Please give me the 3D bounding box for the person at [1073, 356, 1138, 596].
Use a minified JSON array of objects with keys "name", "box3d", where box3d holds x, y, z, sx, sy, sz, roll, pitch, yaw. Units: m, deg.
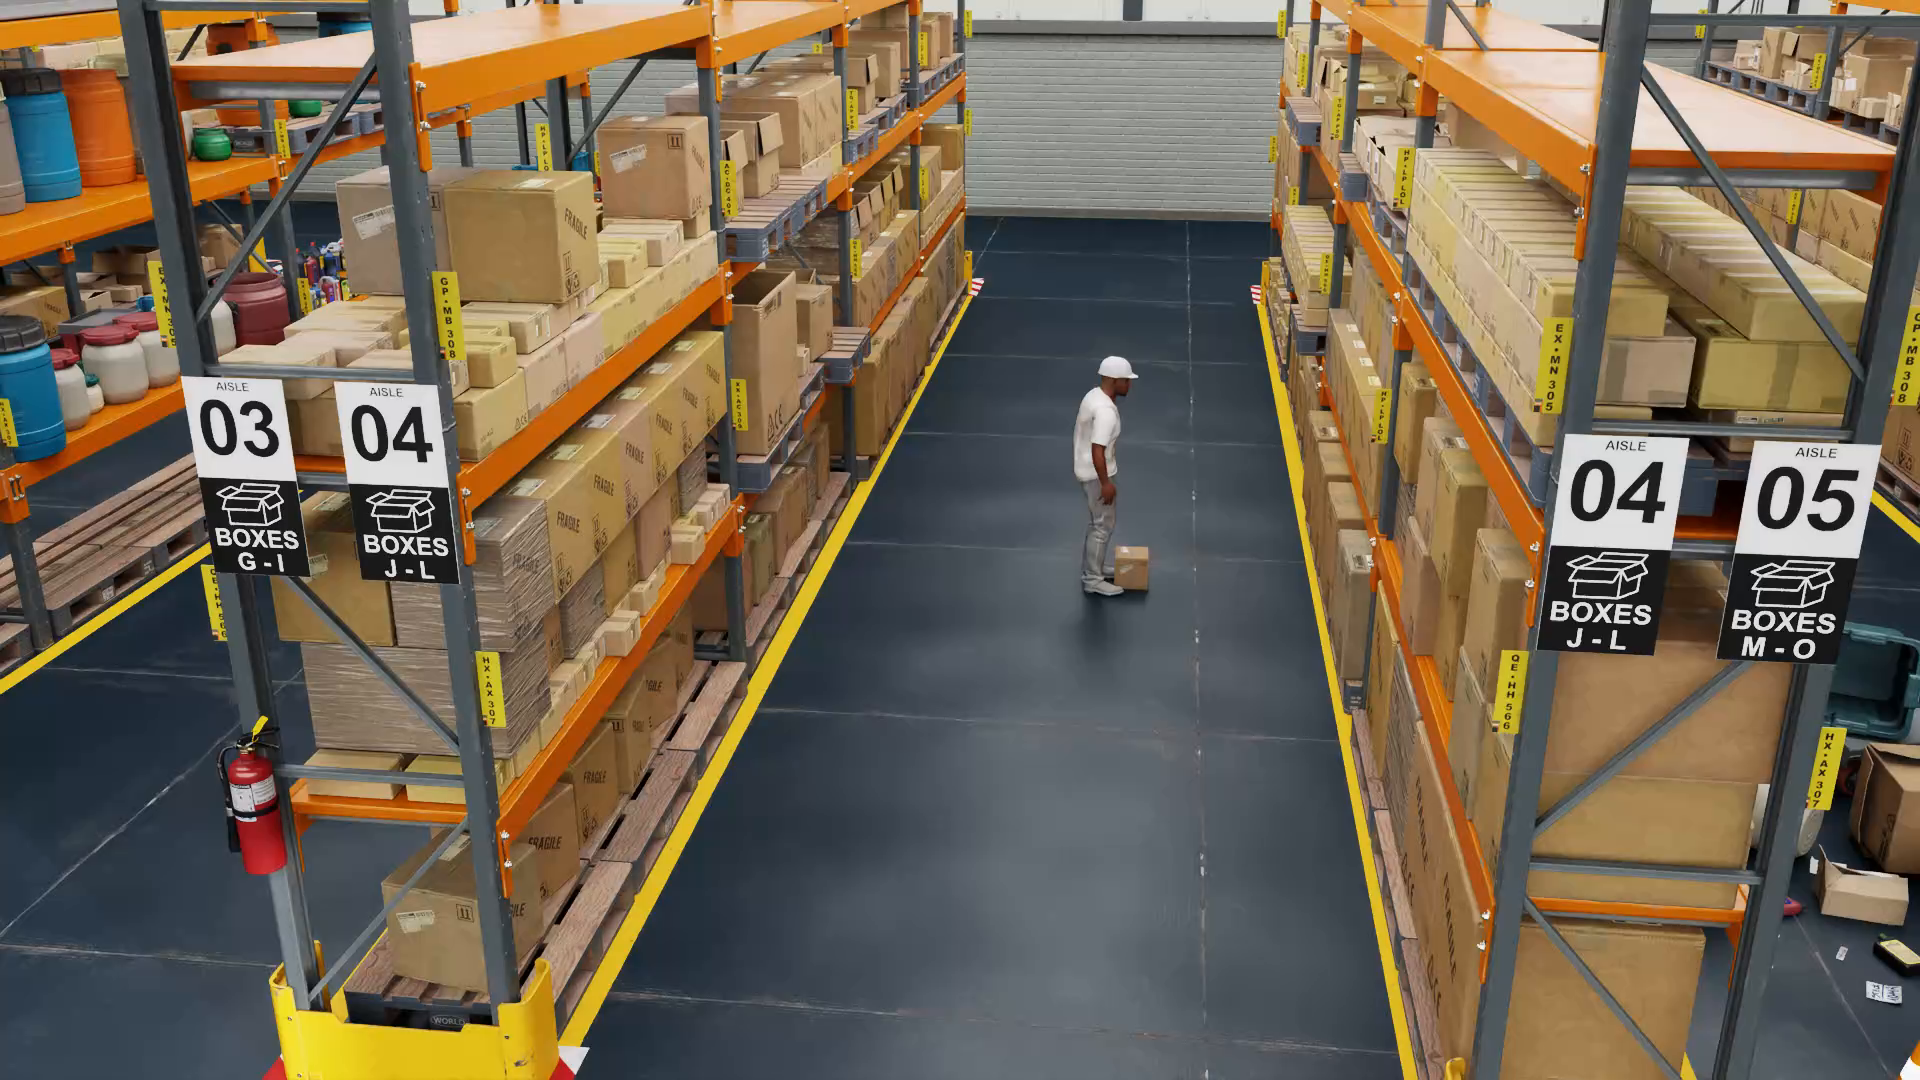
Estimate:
[{"name":"person","box3d":[1.067,-0.499,12.361,0.462,1.755,0.632,1,21,3]}]
